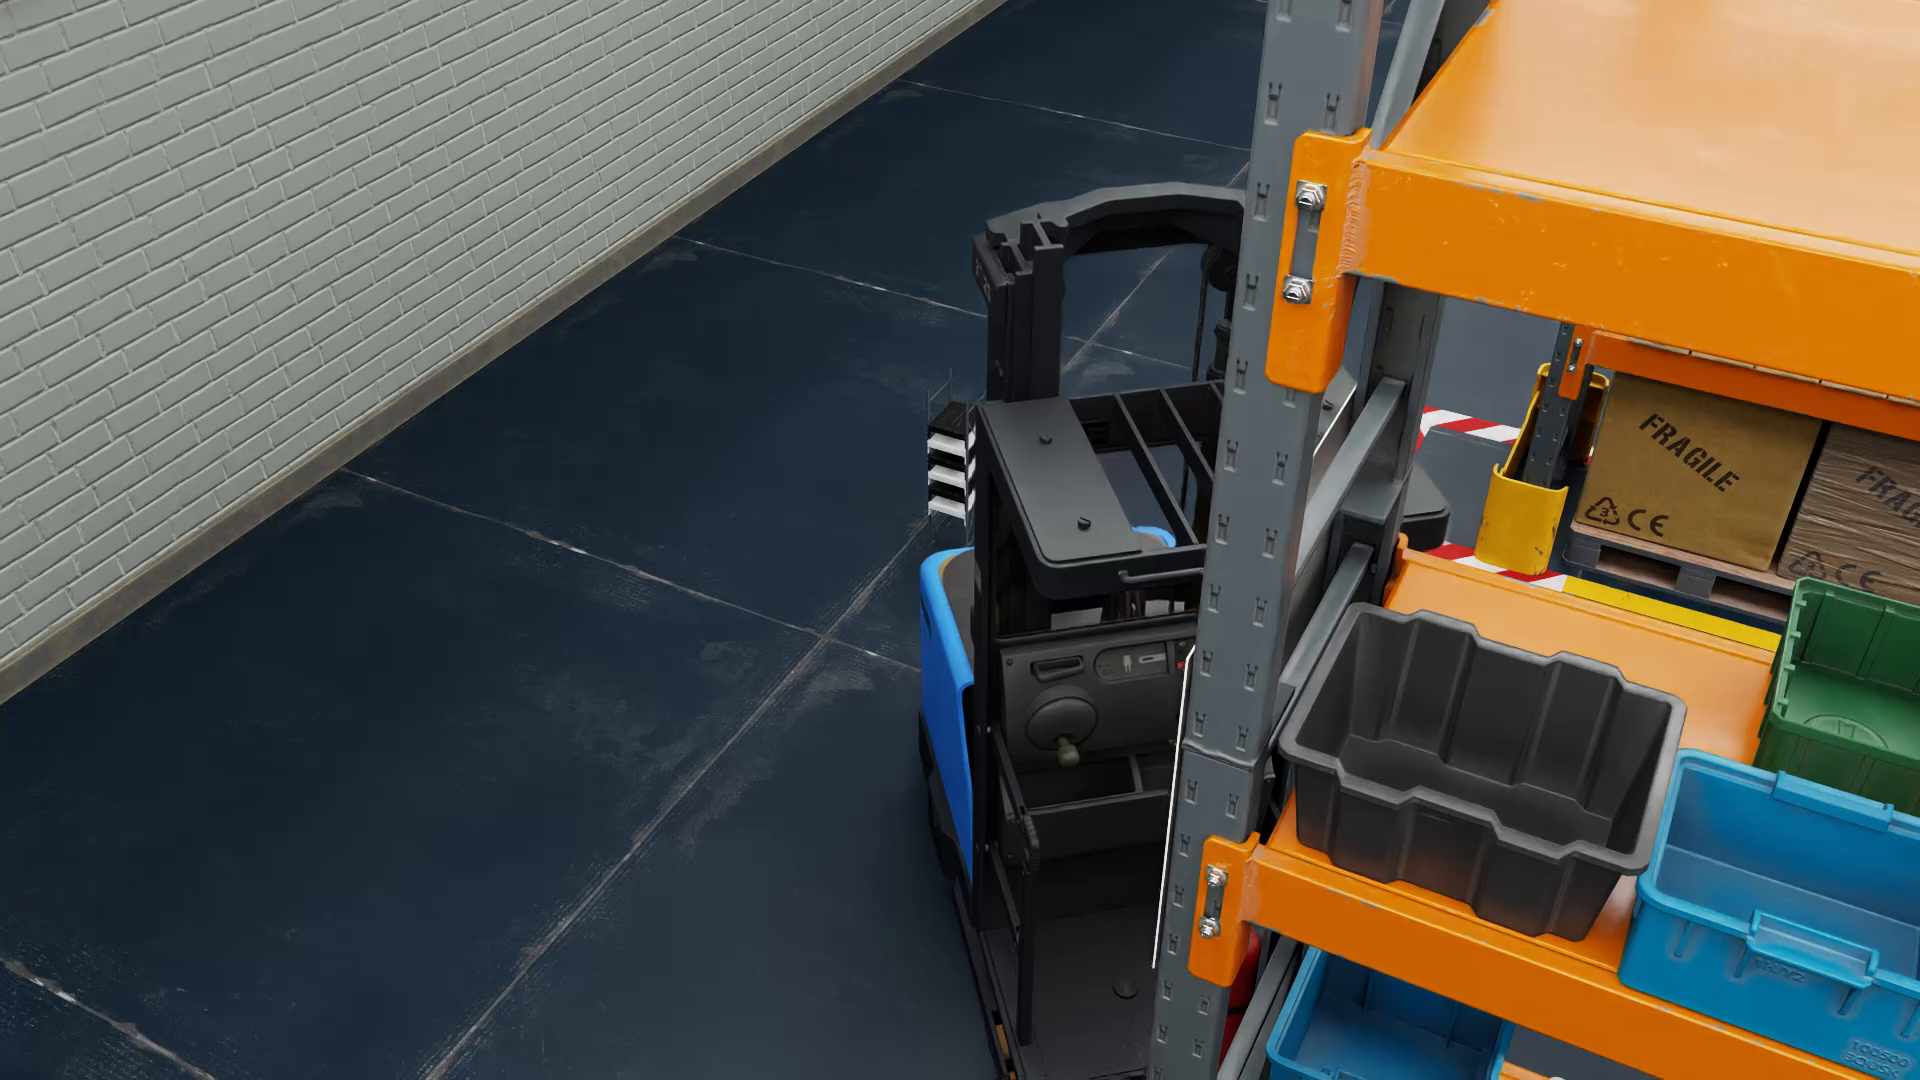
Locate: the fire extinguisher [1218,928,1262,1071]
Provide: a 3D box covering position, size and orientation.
[{"bbox_3d":[0.737,1.191,4.572,0.183,0.674,0.296,17,41,21],"label":"fire extinguisher"}]

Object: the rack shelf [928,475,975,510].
[{"bbox_3d":[-0.007,-0.262,8.055,0.200,0.077,0.258,17,41,21],"label":"rack shelf"}]

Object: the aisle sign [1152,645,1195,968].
[{"bbox_3d":[0.461,0.402,3.089,0.004,0.787,0.394,17,41,21],"label":"aisle sign"}]

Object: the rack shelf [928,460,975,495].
[{"bbox_3d":[-0.007,-0.334,8.001,0.200,0.077,0.258,17,41,21],"label":"rack shelf"}]

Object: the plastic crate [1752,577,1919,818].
[{"bbox_3d":[1.669,0.309,3.057,0.336,0.188,0.450,17,41,21],"label":"plastic crate"}]

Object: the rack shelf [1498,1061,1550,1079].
[{"bbox_3d":[2.438,2.141,3.544,4.000,0.370,1.077,17,41,21],"label":"rack shelf"}]

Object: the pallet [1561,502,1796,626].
[{"bbox_3d":[3.685,-0.070,8.168,1.213,0.211,1.003,17,41,21],"label":"pallet"}]

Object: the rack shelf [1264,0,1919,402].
[{"bbox_3d":[2.438,-0.090,1.851,4.000,0.370,1.077,17,41,21],"label":"rack shelf"}]

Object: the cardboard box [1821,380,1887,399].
[{"bbox_3d":[3.791,-0.772,6.994,0.250,0.149,0.380,17,40,21],"label":"cardboard box"}]

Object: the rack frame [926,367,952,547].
[{"bbox_3d":[-0.097,-0.389,8.018,0.006,0.900,0.240,17,41,21],"label":"rack frame"}]

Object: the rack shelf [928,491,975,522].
[{"bbox_3d":[-0.007,-0.191,8.110,0.200,0.077,0.258,17,41,21],"label":"rack shelf"}]

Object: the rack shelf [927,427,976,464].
[{"bbox_3d":[-0.007,-0.478,7.892,0.200,0.077,0.258,17,41,21],"label":"rack shelf"}]

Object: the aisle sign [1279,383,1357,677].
[{"bbox_3d":[0.733,0.085,3.507,0.004,0.787,0.394,17,41,21],"label":"aisle sign"}]

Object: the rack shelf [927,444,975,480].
[{"bbox_3d":[-0.007,-0.406,7.947,0.200,0.077,0.258,17,41,21],"label":"rack shelf"}]

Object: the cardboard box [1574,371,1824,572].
[{"bbox_3d":[3.545,-0.547,7.900,0.875,0.875,0.875,17,41,21],"label":"cardboard box"}]

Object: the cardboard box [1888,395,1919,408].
[{"bbox_3d":[4.016,-0.701,6.900,0.250,0.149,0.380,17,40,21],"label":"cardboard box"}]

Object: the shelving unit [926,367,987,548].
[{"bbox_3d":[-0.007,-0.361,7.981,0.210,0.900,0.258,17,41,21],"label":"shelving unit"}]

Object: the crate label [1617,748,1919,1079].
[{"bbox_3d":[1.332,0.592,2.631,0.502,0.251,0.408,17,41,21],"label":"crate label"}]

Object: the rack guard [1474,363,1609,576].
[{"bbox_3d":[2.918,-0.372,8.327,0.348,0.500,1.175,17,41,21],"label":"rack guard"}]

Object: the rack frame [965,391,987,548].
[{"bbox_3d":[0.083,-0.332,7.944,0.006,0.900,0.240,17,41,21],"label":"rack frame"}]

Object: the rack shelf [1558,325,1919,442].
[{"bbox_3d":[4.715,-0.519,7.047,4.000,0.370,1.077,17,41,21],"label":"rack shelf"}]

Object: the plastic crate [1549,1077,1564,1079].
[{"bbox_3d":[1.469,1.509,3.950,0.243,0.136,0.396,17,41,21],"label":"plastic crate"}]

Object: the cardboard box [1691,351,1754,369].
[{"bbox_3d":[3.331,-0.915,7.182,0.250,0.149,0.380,17,40,21],"label":"cardboard box"}]

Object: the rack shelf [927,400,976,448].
[{"bbox_3d":[-0.007,-0.549,7.838,0.200,0.077,0.258,17,41,21],"label":"rack shelf"}]

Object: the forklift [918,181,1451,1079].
[{"bbox_3d":[0.636,0.547,5.106,1.130,2.935,3.031,-7,38,-10],"label":"forklift"}]

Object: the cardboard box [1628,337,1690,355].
[{"bbox_3d":[3.103,-0.985,7.275,0.250,0.149,0.380,18,41,22],"label":"cardboard box"}]

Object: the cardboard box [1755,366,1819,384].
[{"bbox_3d":[3.559,-0.844,7.088,0.250,0.149,0.380,16,40,20],"label":"cardboard box"}]

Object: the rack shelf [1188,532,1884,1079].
[{"bbox_3d":[2.438,0.946,2.637,4.000,0.370,1.077,17,41,21],"label":"rack shelf"}]

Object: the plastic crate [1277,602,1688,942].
[{"bbox_3d":[0.875,0.412,2.854,0.590,0.269,0.497,17,41,21],"label":"plastic crate"}]

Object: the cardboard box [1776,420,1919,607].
[{"bbox_3d":[4.353,-0.294,7.567,0.875,0.875,0.875,17,41,21],"label":"cardboard box"}]

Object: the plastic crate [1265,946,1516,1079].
[{"bbox_3d":[1.045,1.253,4.040,0.499,0.435,0.616,17,41,21],"label":"plastic crate"}]

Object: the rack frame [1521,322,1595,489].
[{"bbox_3d":[2.939,-1.361,7.562,0.127,3.000,1.000,17,41,21],"label":"rack frame"}]

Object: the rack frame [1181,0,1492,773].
[{"bbox_3d":[0.662,-1.092,2.245,0.127,3.000,1.000,17,41,21],"label":"rack frame"}]

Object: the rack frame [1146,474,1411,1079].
[{"bbox_3d":[0.662,1.298,4.059,0.127,3.000,1.000,17,41,21],"label":"rack frame"}]
